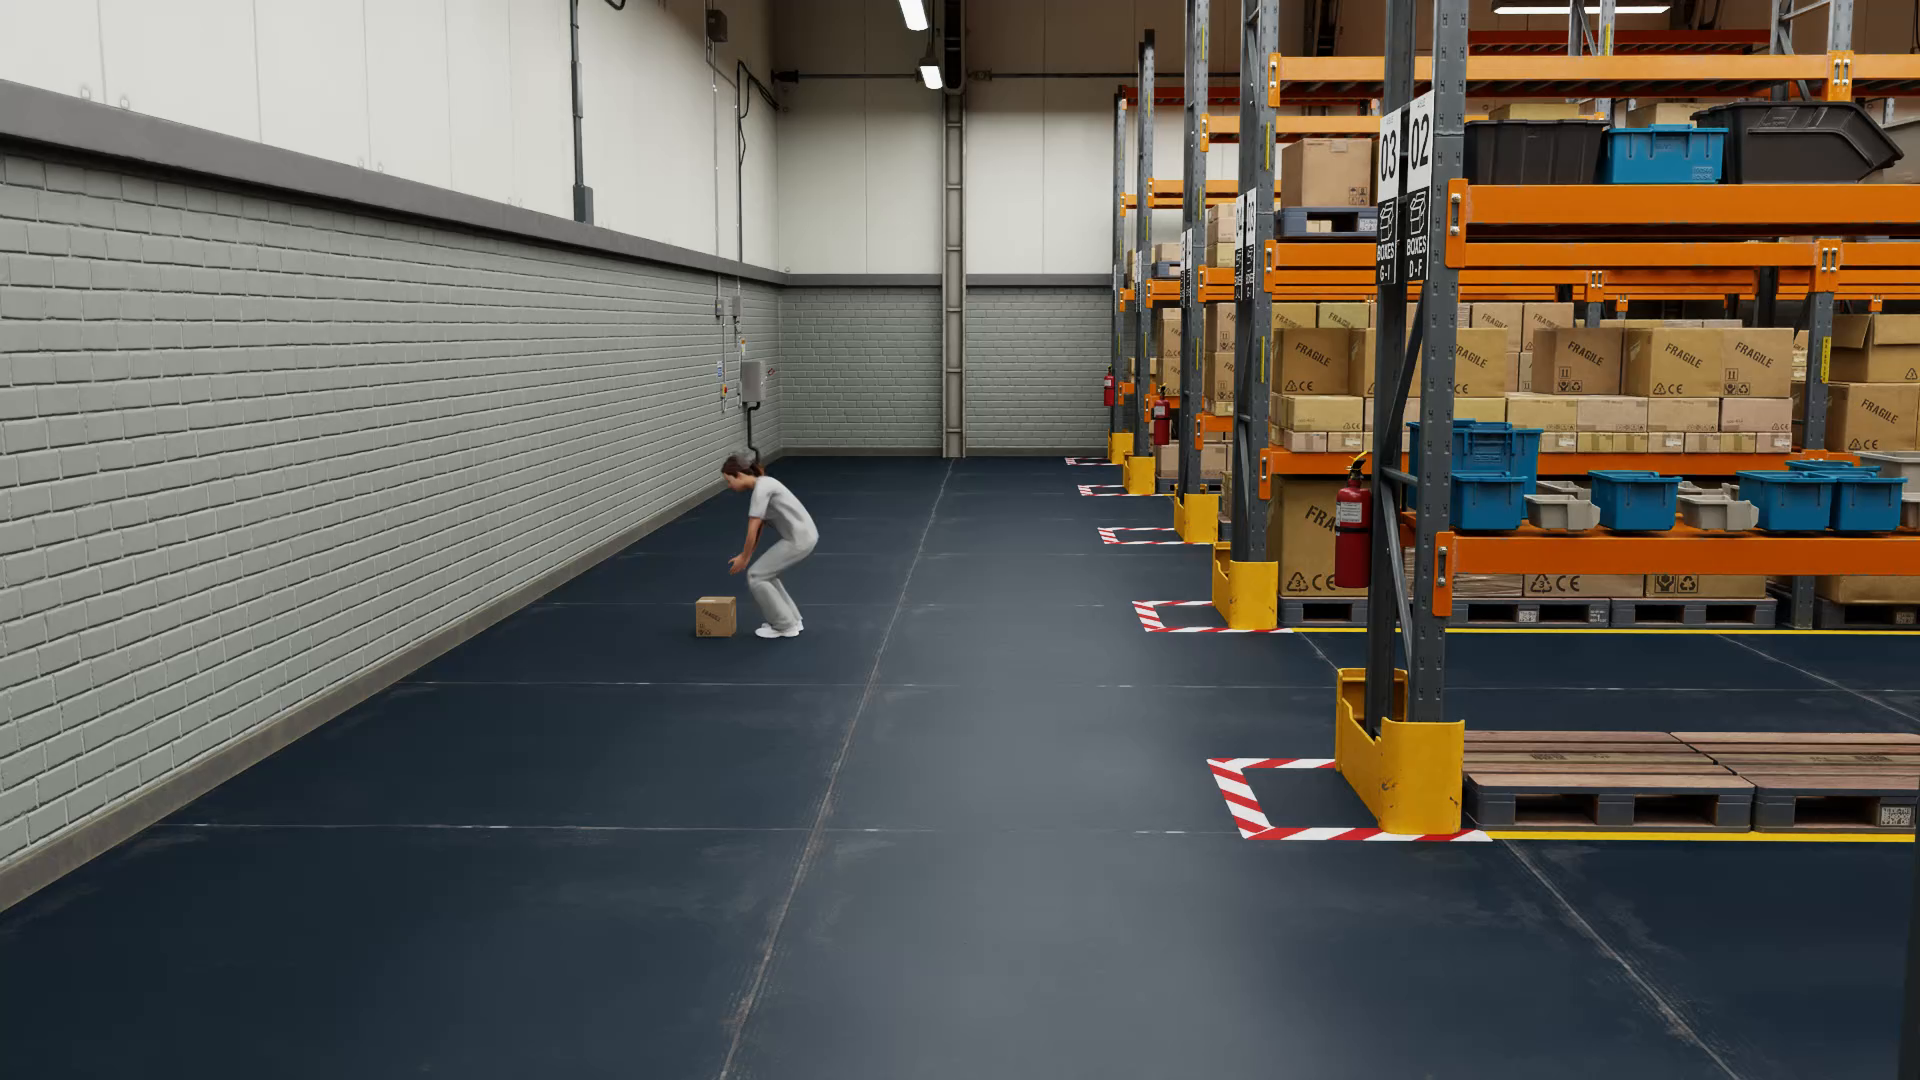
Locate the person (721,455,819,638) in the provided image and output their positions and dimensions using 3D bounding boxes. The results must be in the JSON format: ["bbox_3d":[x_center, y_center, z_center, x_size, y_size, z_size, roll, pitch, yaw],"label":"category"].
[{"bbox_3d":[-1.364,0.041,11.941,0.683,1.304,0.494,0,7,1],"label":"person"}]
